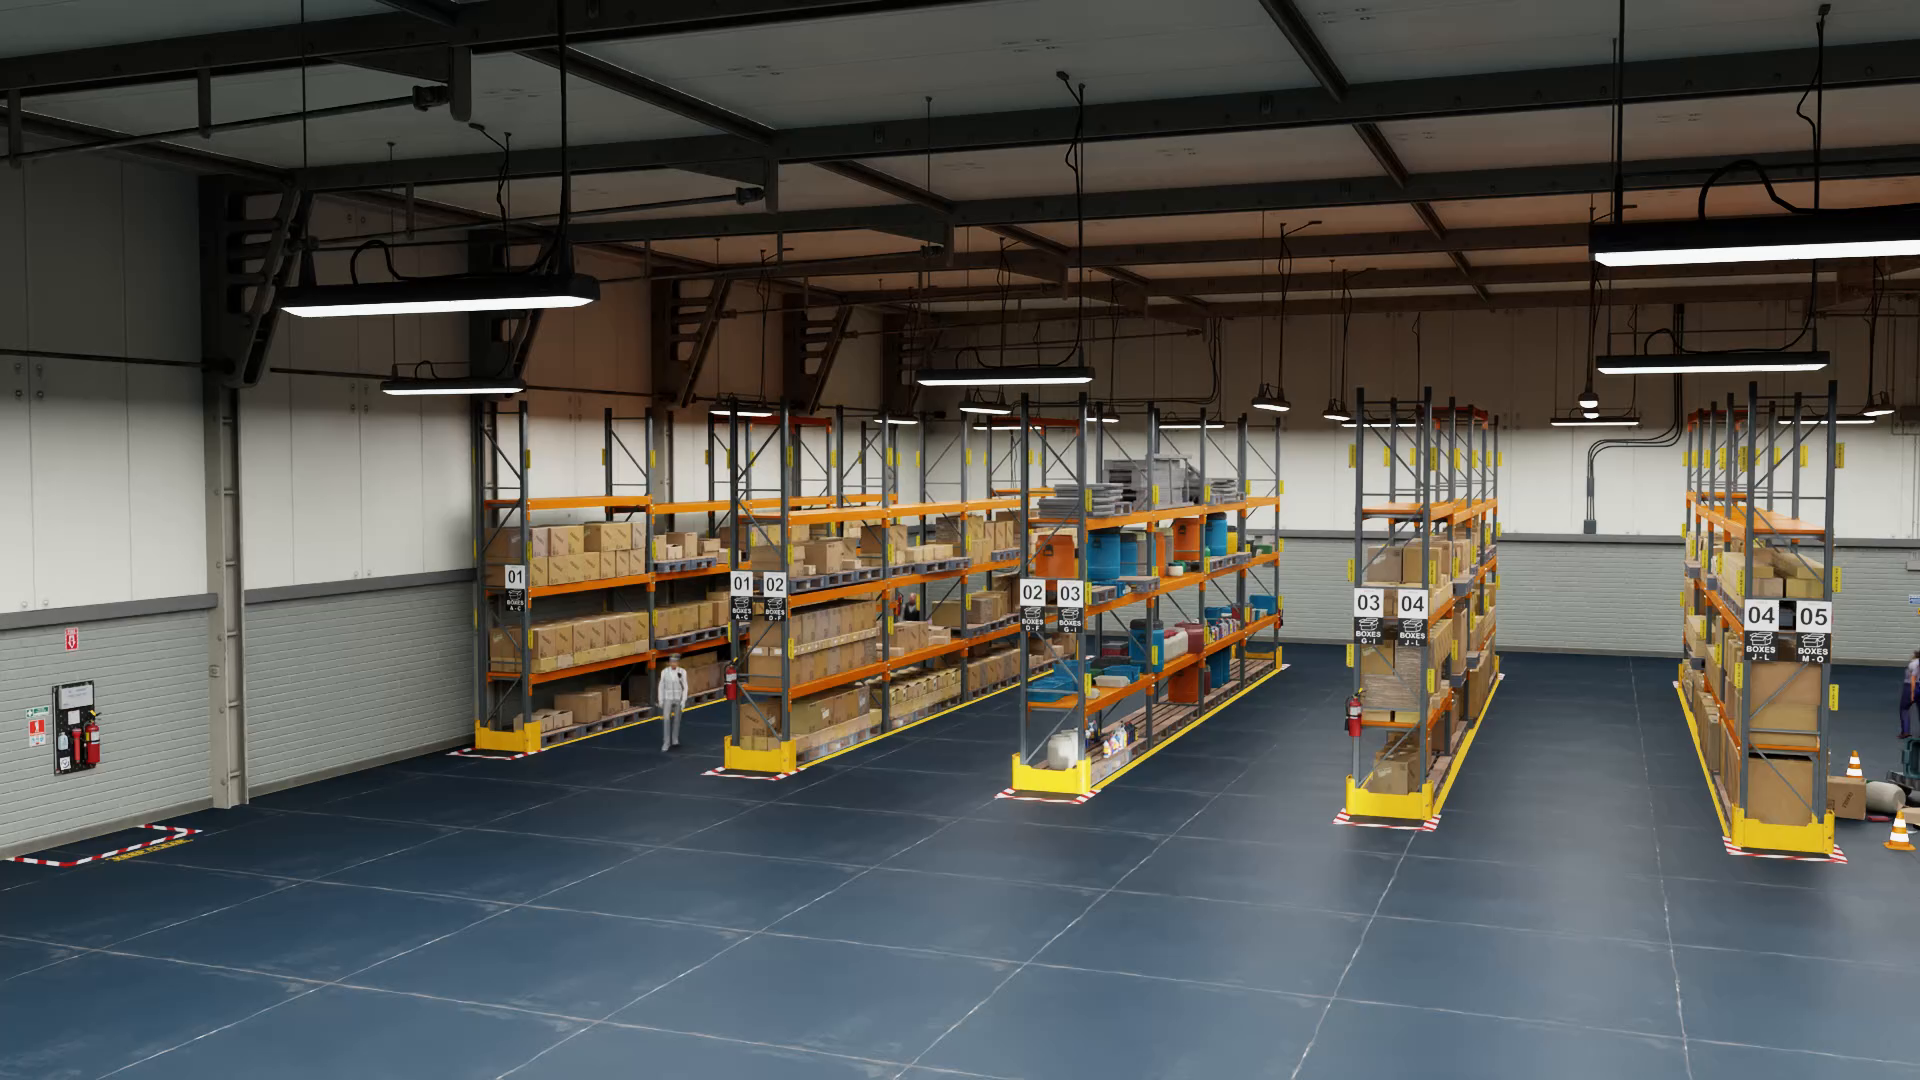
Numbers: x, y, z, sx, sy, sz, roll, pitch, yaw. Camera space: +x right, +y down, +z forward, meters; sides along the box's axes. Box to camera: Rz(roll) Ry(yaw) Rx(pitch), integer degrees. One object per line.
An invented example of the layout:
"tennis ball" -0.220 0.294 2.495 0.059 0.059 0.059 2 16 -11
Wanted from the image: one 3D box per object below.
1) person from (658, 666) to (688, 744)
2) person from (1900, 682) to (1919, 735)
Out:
"person" -4.970 2.842 28.792 0.501 1.344 0.723 -1 3 -17
"person" 17.039 2.999 29.625 0.412 0.946 0.506 0 3 3
